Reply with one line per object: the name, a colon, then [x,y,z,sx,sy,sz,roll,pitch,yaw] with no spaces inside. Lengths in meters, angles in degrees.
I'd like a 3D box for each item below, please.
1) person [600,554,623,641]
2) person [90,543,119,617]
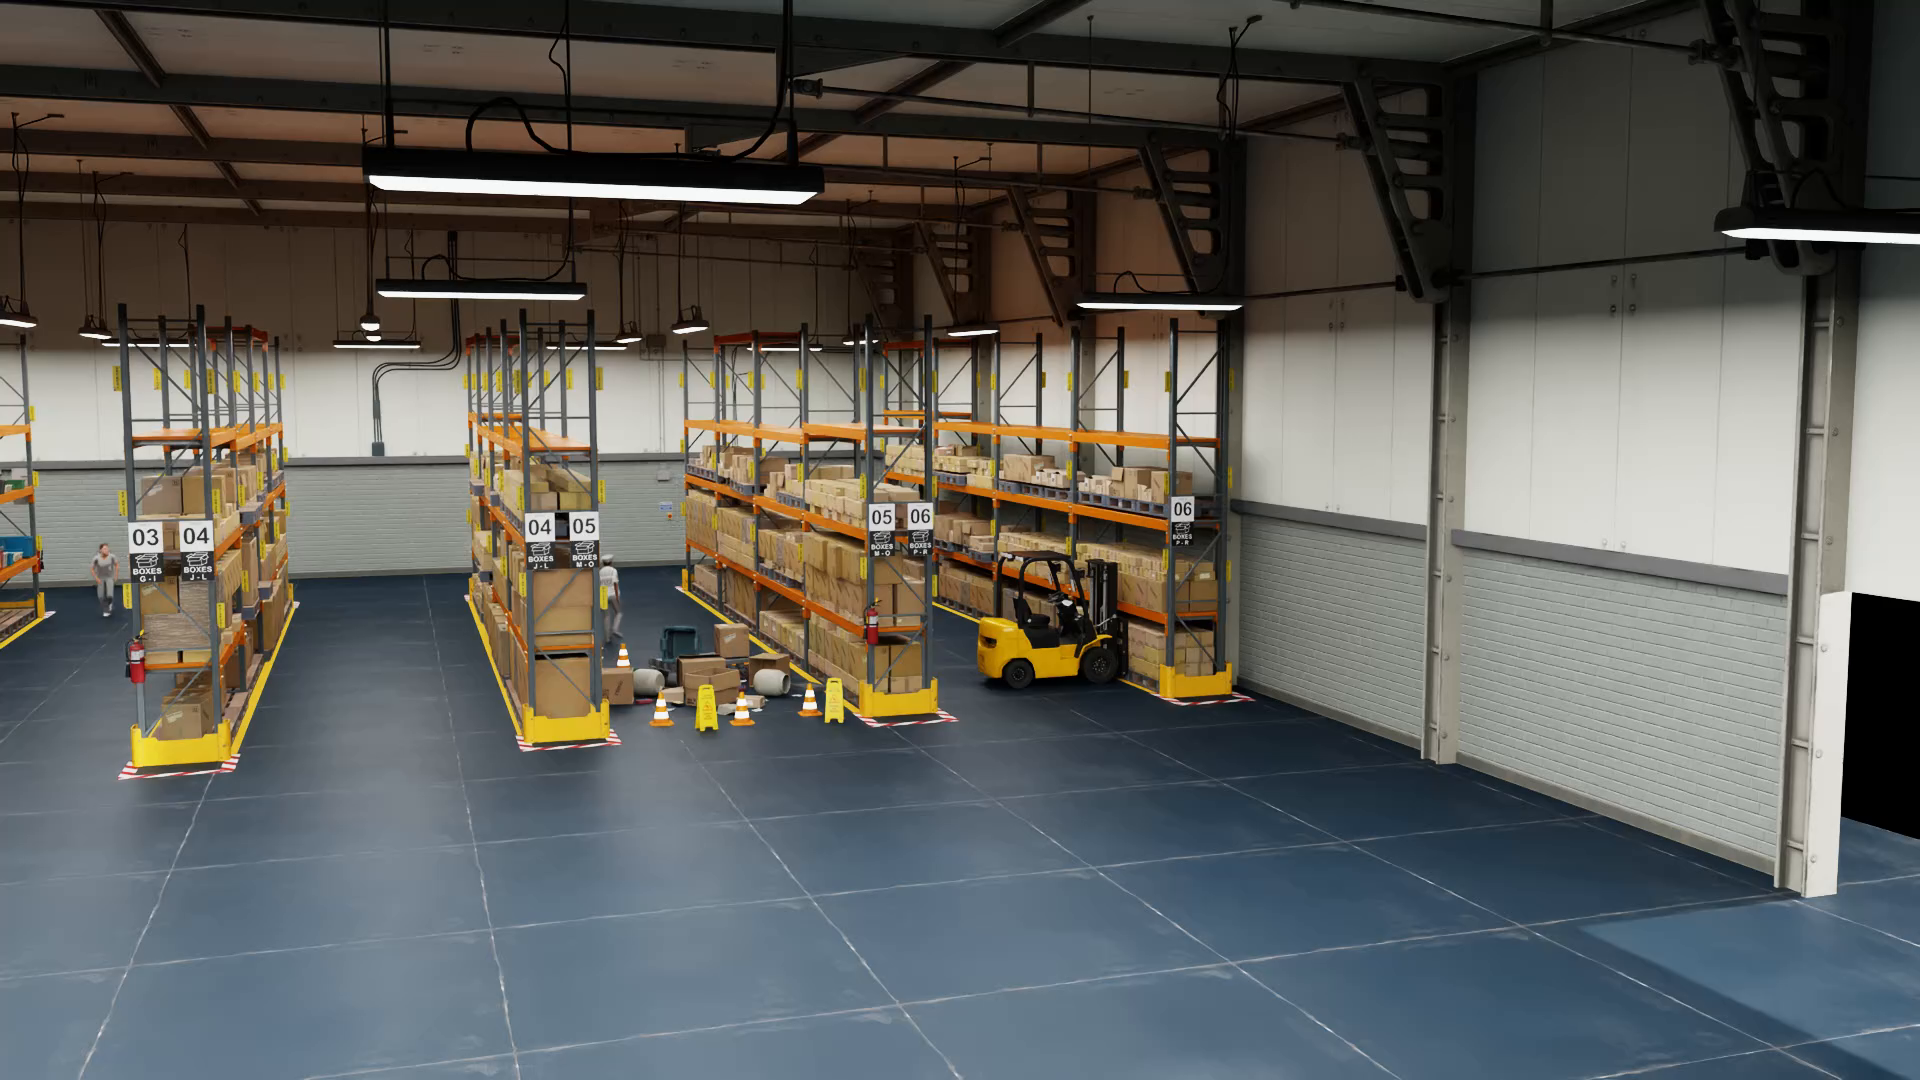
person: [-6.770,1.116,32.144,0.498,1.665,0.455,0,5,-2]
person: [-18.288,0.846,35.584,0.519,1.601,0.565,-2,6,-21]
